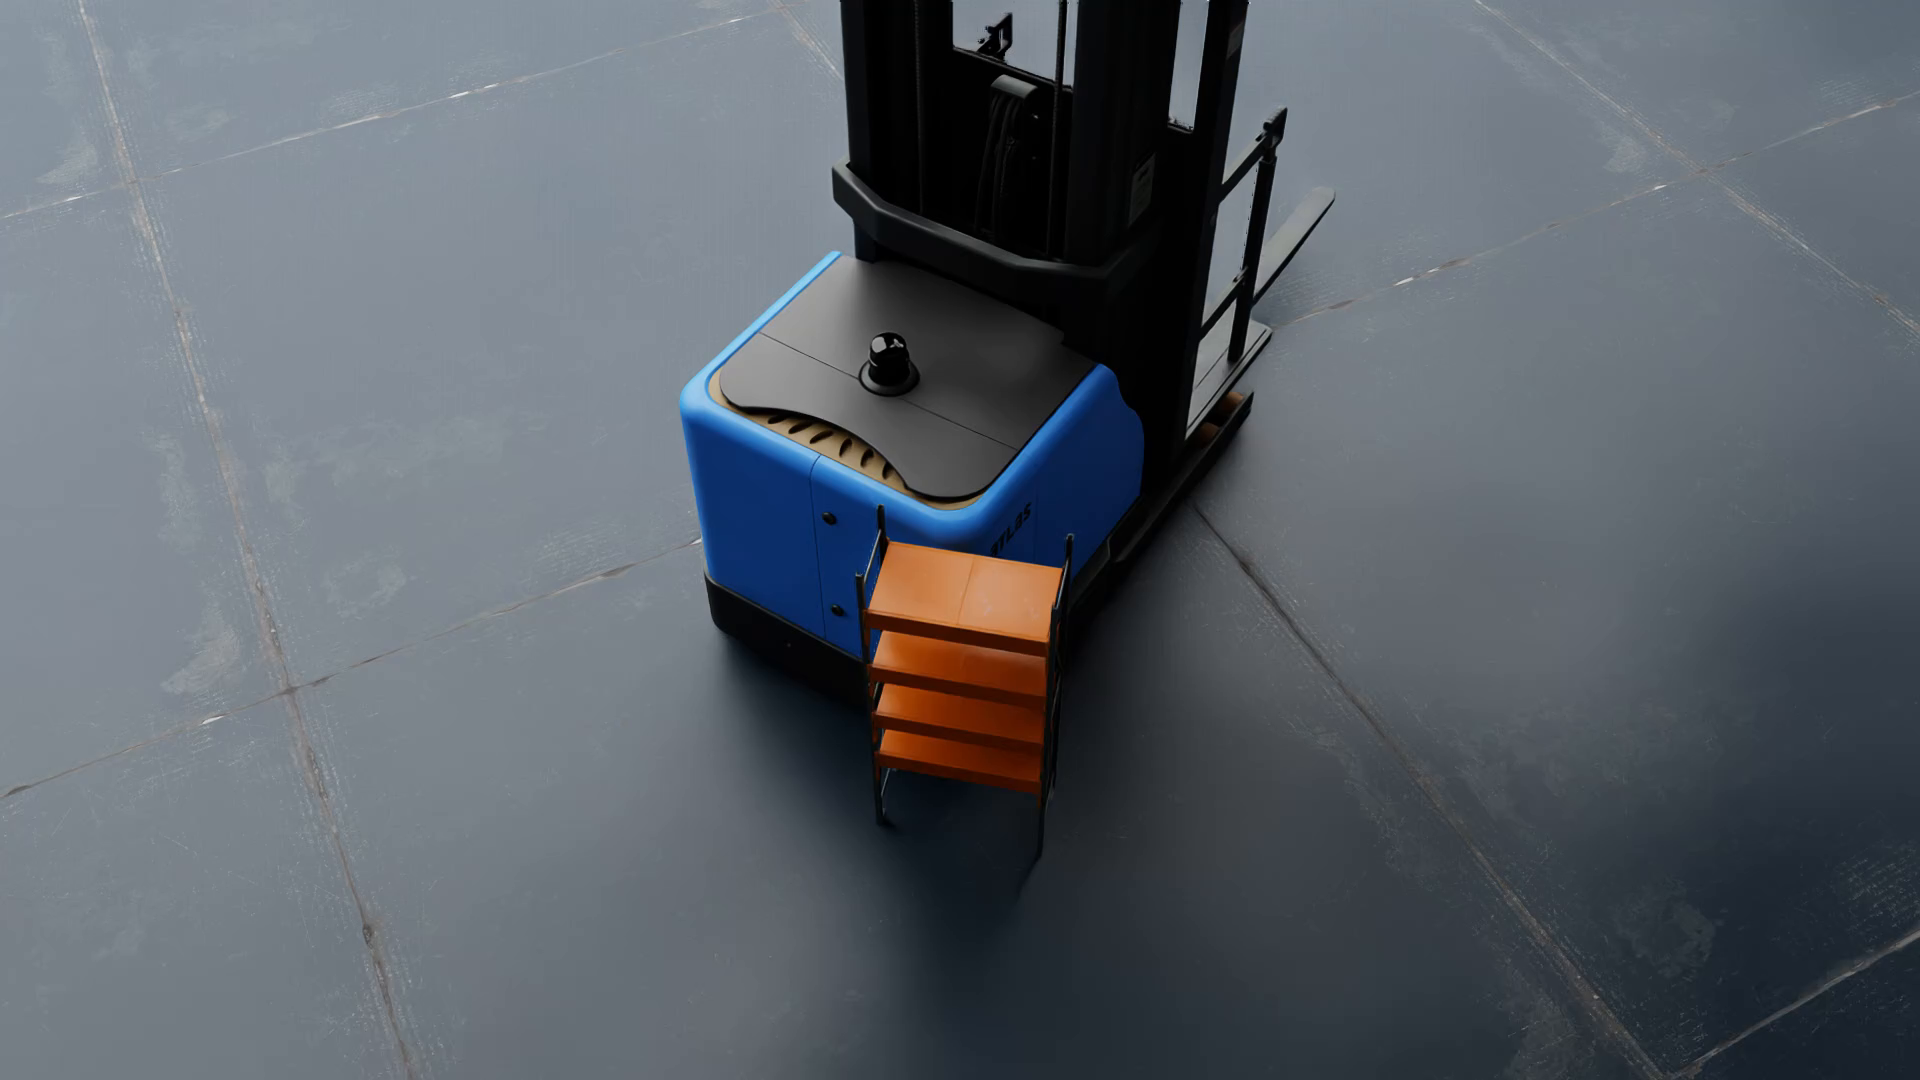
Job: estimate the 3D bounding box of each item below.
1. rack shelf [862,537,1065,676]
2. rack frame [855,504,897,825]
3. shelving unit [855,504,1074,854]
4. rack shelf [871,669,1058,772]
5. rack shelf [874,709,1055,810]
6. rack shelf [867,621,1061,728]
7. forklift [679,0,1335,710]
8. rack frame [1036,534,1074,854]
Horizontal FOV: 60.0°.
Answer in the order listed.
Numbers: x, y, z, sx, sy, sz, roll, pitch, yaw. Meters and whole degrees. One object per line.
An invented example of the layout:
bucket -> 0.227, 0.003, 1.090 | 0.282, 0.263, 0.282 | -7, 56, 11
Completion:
rack shelf -> 0.015, 0.169, 4.278 | 0.480, 0.148, 0.258 | 9, 51, 8
rack frame -> -0.221, 0.382, 4.614 | 0.015, 1.200, 0.240 | 9, 51, 8
shelving unit -> 0.017, 0.420, 4.581 | 0.503, 1.200, 0.258 | 9, 51, 8
rack shelf -> 0.018, 0.463, 4.633 | 0.480, 0.148, 0.258 | 9, 51, 8
rack shelf -> 0.019, 0.590, 4.785 | 0.480, 0.148, 0.258 | 9, 51, 8
rack shelf -> 0.016, 0.320, 4.460 | 0.480, 0.148, 0.258 | 9, 51, 8
forklift -> 0.408, -1.404, 5.031 | 1.130, 2.935, 3.031 | 26, 54, 21
rack frame -> 0.256, 0.458, 4.547 | 0.015, 1.200, 0.240 | 9, 51, 8
